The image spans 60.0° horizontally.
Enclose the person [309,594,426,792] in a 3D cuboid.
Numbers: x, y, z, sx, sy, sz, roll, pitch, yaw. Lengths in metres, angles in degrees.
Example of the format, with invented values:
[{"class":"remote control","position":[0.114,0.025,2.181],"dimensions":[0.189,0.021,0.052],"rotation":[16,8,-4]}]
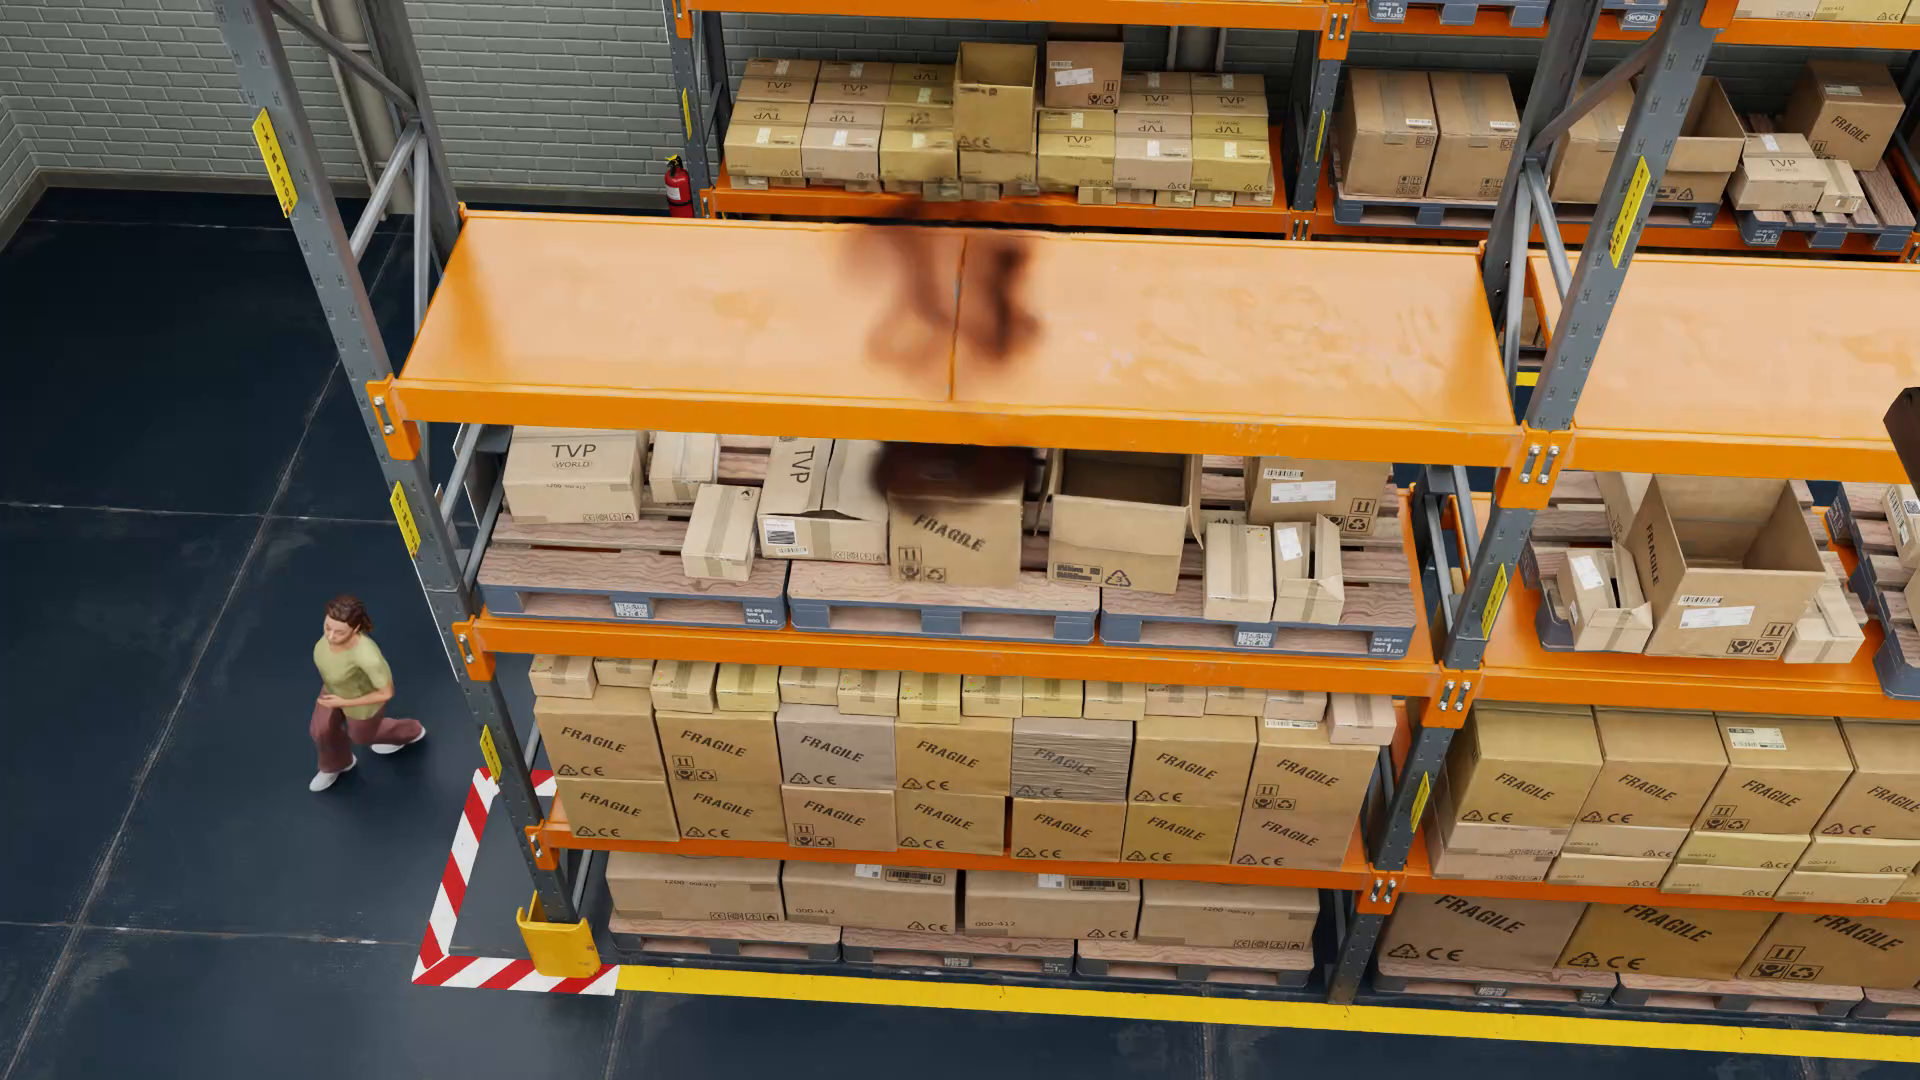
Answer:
[{"class":"person","position":[-3.252,0.867,8.889],"dimensions":[0.686,1.631,0.661],"rotation":[-36,57,-28]}]
